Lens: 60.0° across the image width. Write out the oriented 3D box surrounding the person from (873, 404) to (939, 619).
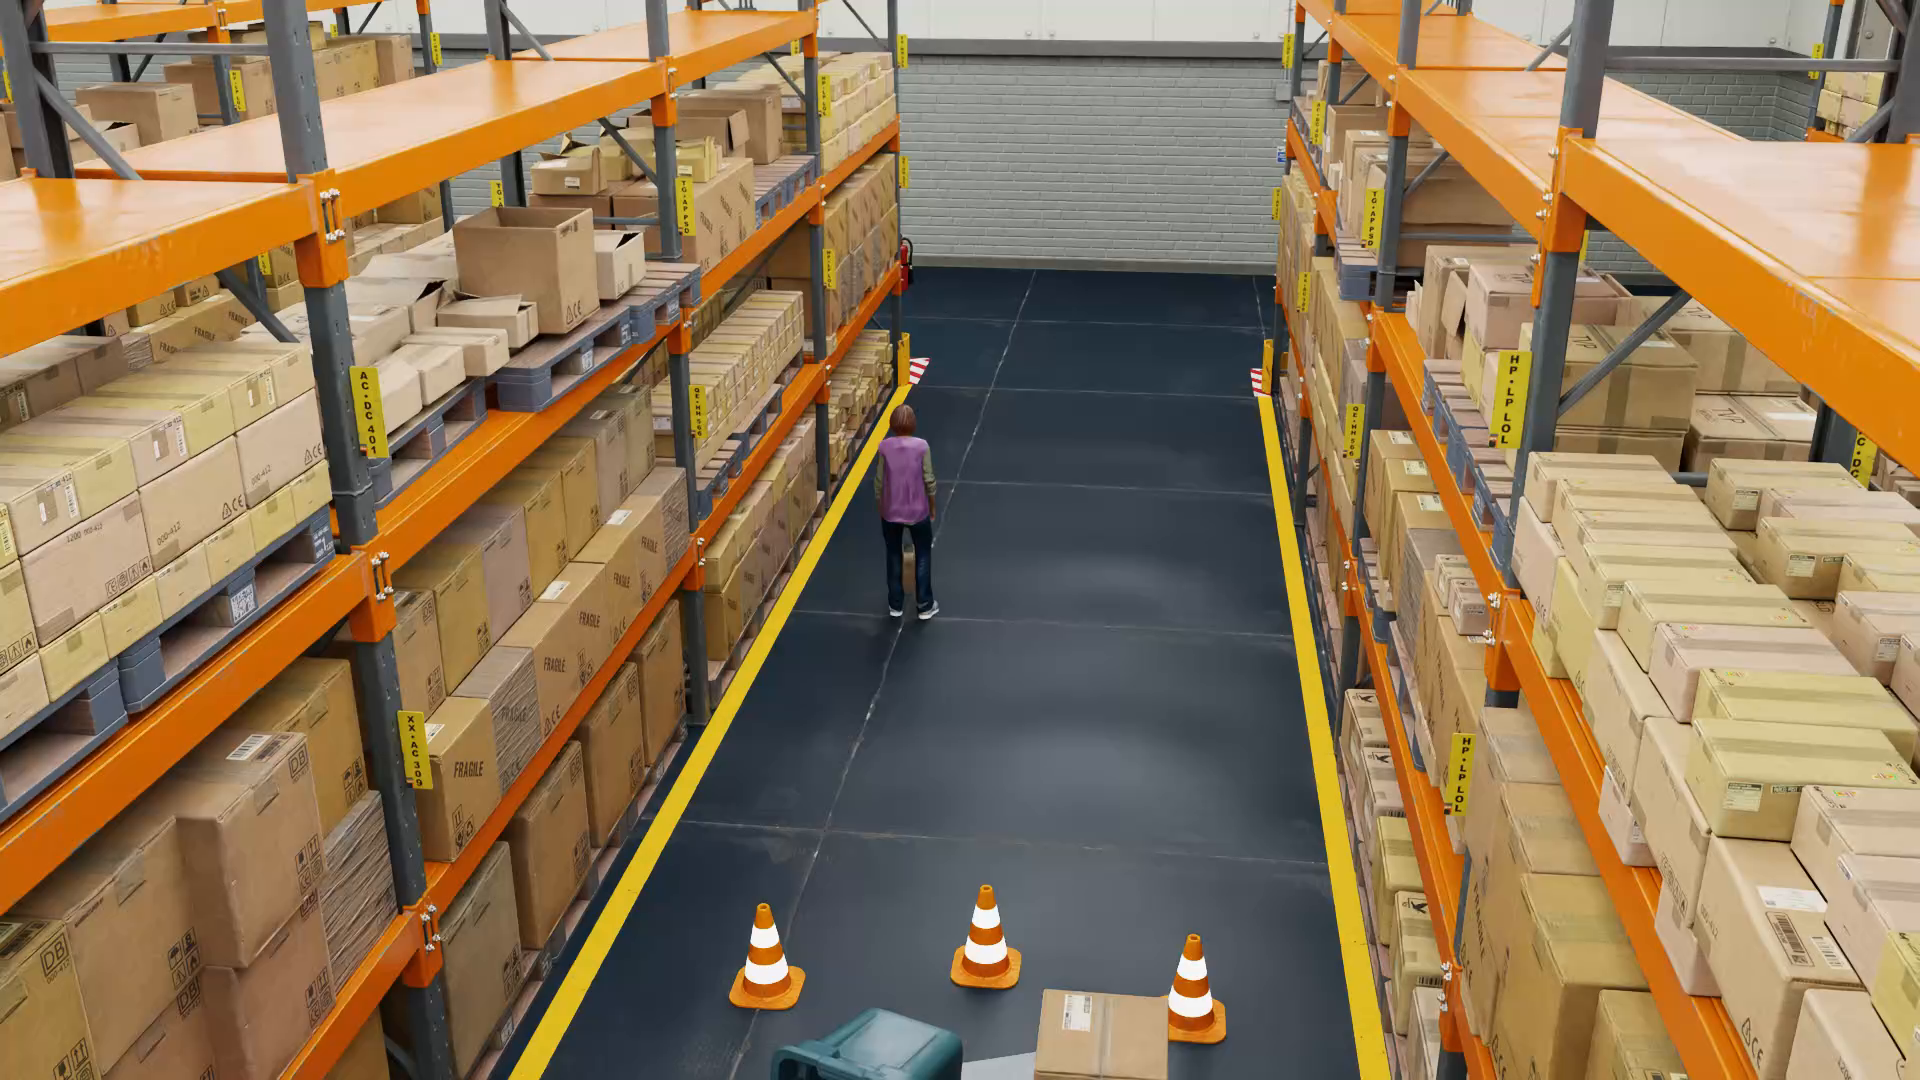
[{"bbox_3d":[-0.389,-0.195,11.968,0.458,1.594,0.374,2,22,5],"label":"person"}]
